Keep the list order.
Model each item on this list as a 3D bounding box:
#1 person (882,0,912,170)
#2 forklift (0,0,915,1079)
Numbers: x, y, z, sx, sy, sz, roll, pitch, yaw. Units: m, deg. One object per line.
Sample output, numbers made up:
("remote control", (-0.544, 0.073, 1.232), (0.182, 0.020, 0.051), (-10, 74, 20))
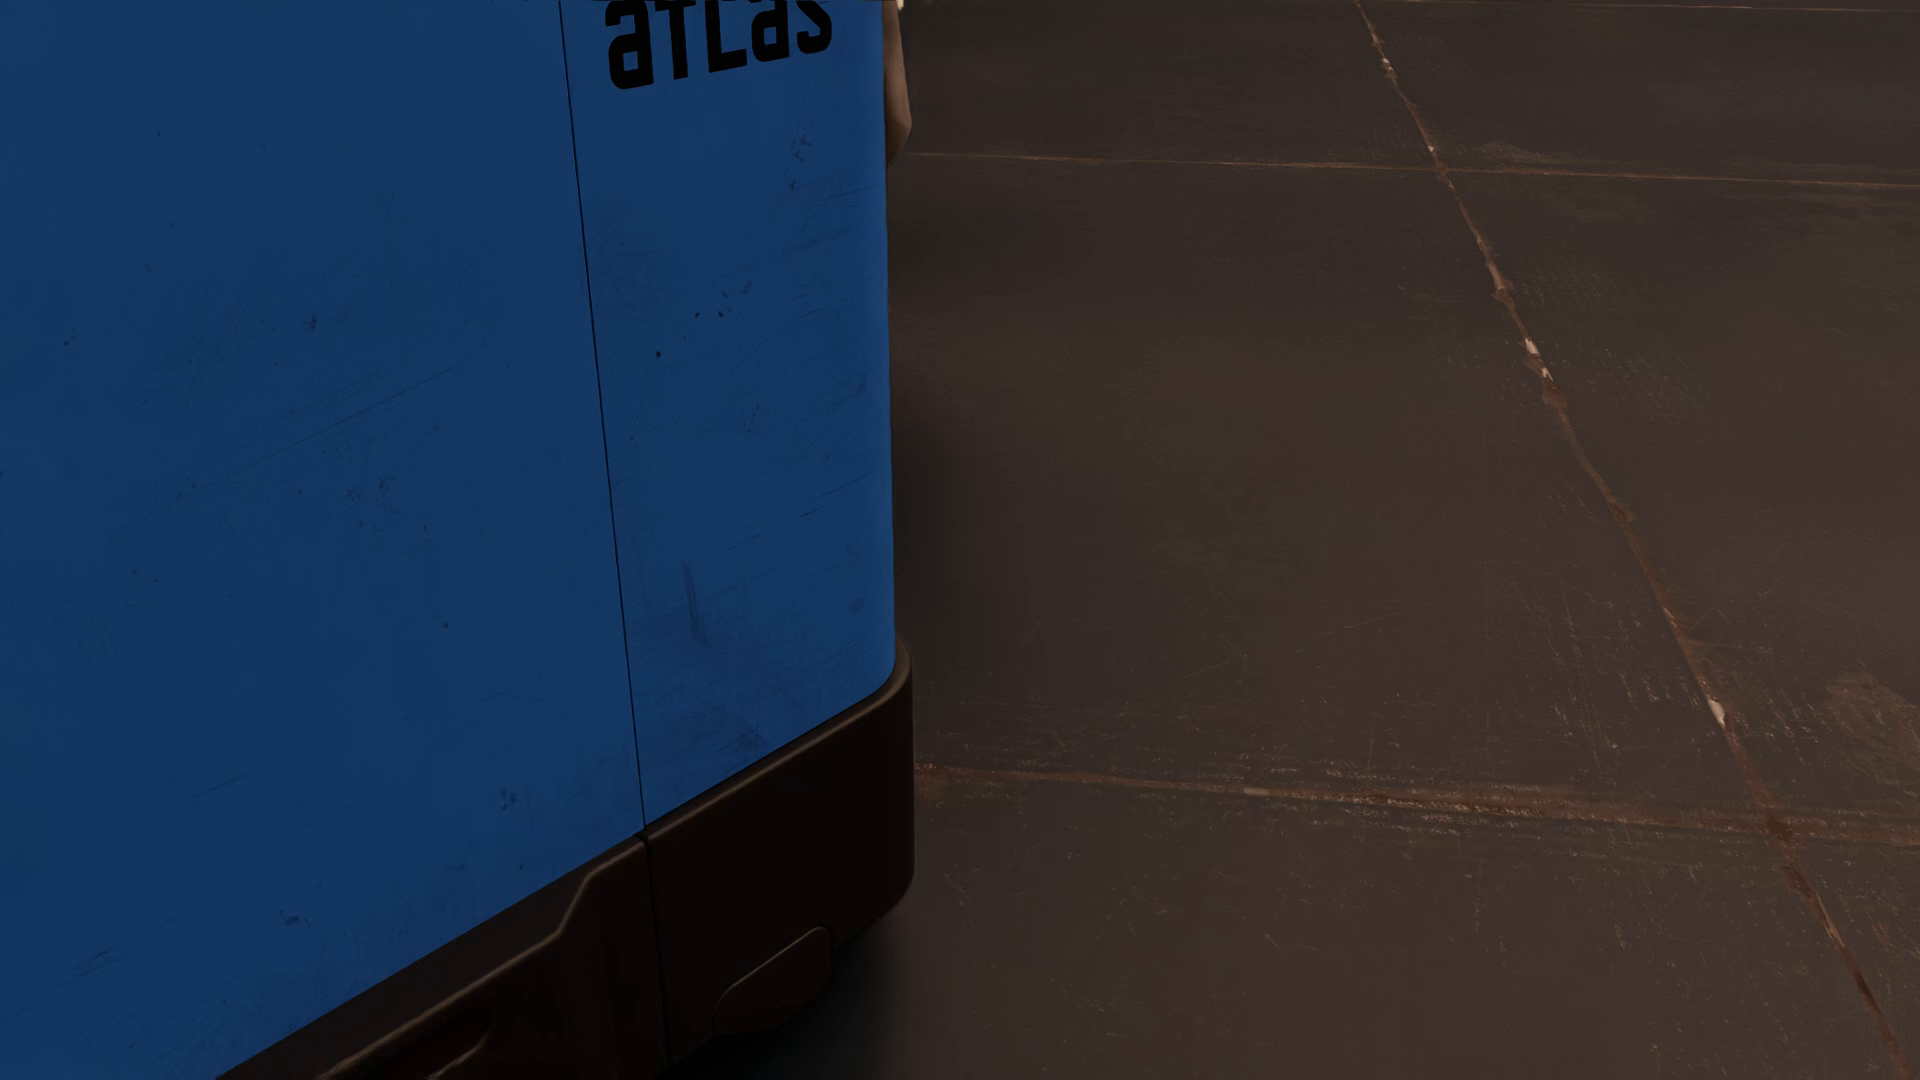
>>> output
("person", (-0.349, -1.017, 2.786), (0.460, 1.587, 0.817), (12, 29, 23))
("forklift", (-1.388, -0.562, 0.343), (1.130, 2.935, 3.031), (21, 33, 36))
